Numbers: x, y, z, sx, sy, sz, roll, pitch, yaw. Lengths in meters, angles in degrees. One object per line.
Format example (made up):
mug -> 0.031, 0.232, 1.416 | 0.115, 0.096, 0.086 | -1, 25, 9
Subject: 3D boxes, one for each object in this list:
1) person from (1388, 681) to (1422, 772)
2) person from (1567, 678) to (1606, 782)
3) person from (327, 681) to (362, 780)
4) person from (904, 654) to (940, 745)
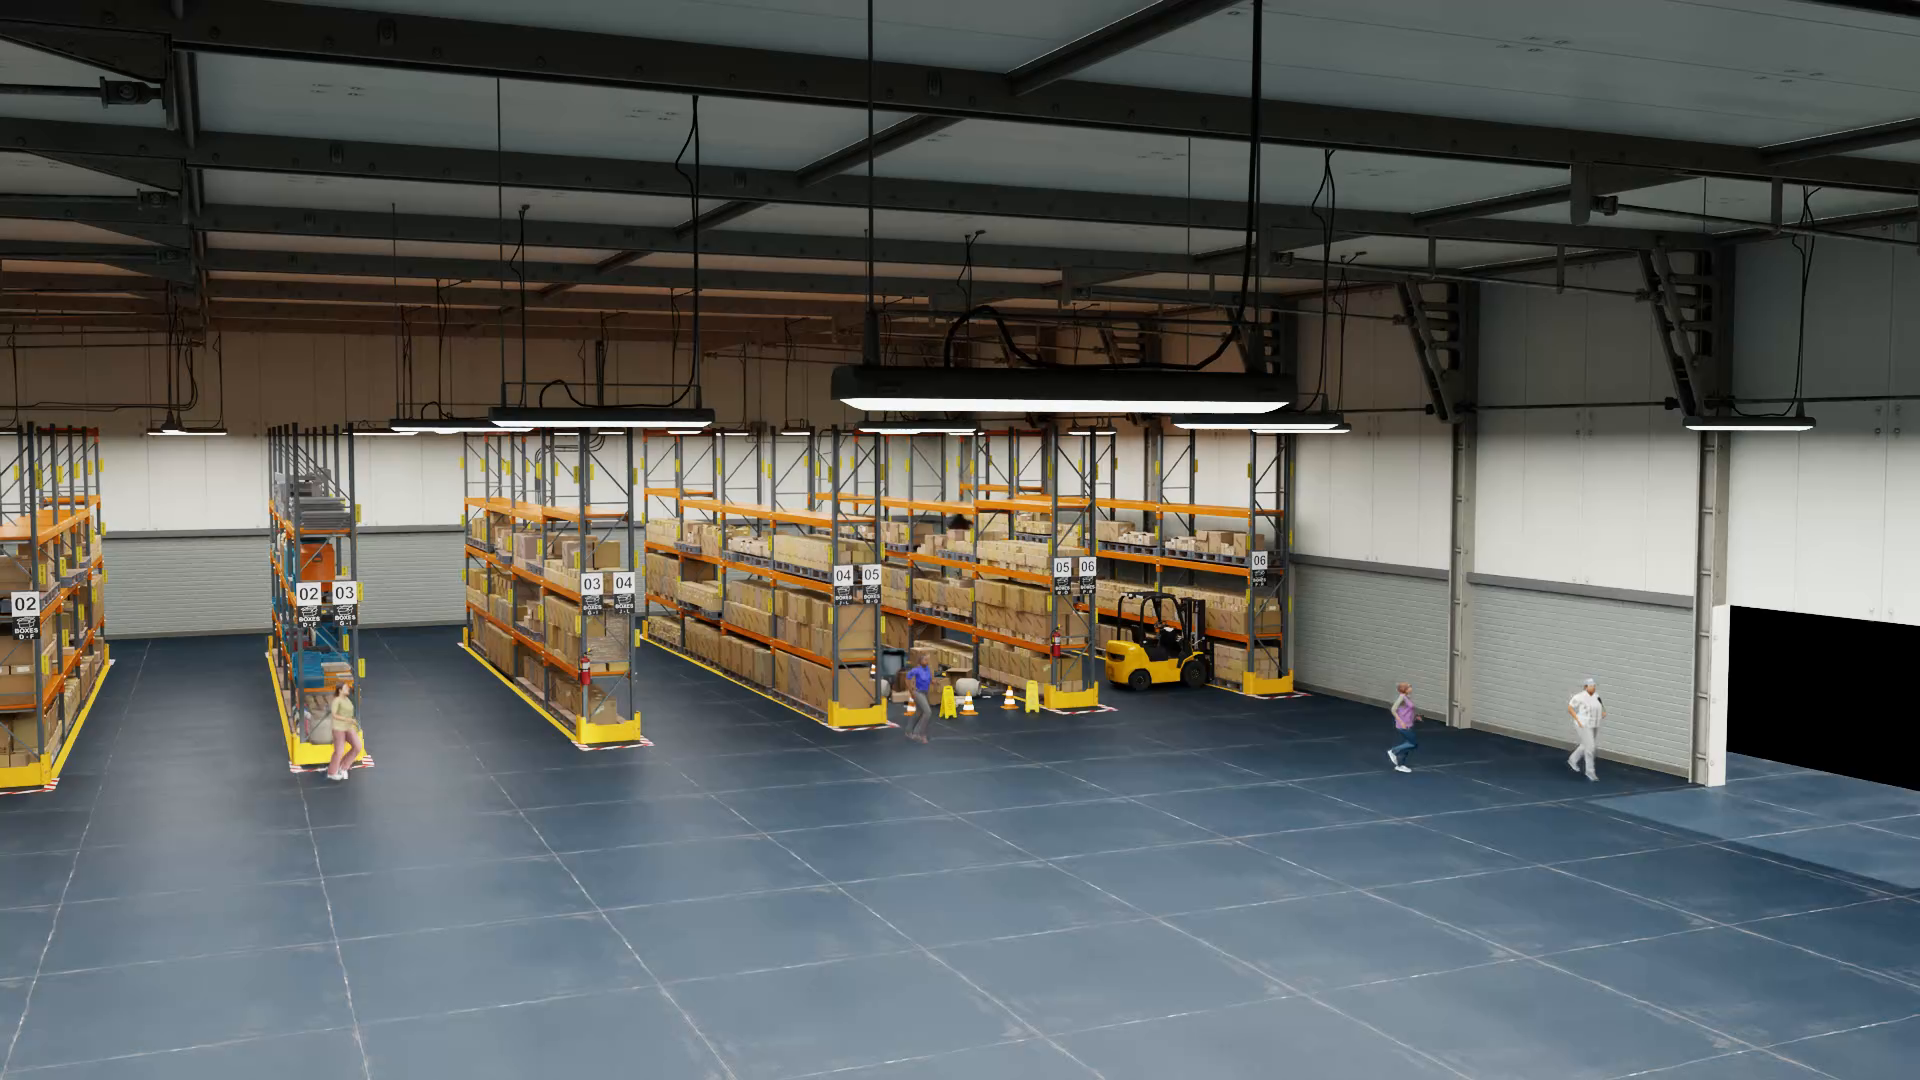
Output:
person -> 7.648, 3.208, 28.548 | 0.539, 1.558, 0.505 | 2, 4, 27
person -> 10.578, 3.174, 28.106 | 0.595, 1.709, 0.789 | -2, 4, -29
person -> -10.314, 3.187, 27.888 | 0.607, 1.647, 0.596 | 1, 4, 17
person -> -0.735, 2.991, 31.323 | 0.758, 1.707, 0.568 | 2, 4, 29
